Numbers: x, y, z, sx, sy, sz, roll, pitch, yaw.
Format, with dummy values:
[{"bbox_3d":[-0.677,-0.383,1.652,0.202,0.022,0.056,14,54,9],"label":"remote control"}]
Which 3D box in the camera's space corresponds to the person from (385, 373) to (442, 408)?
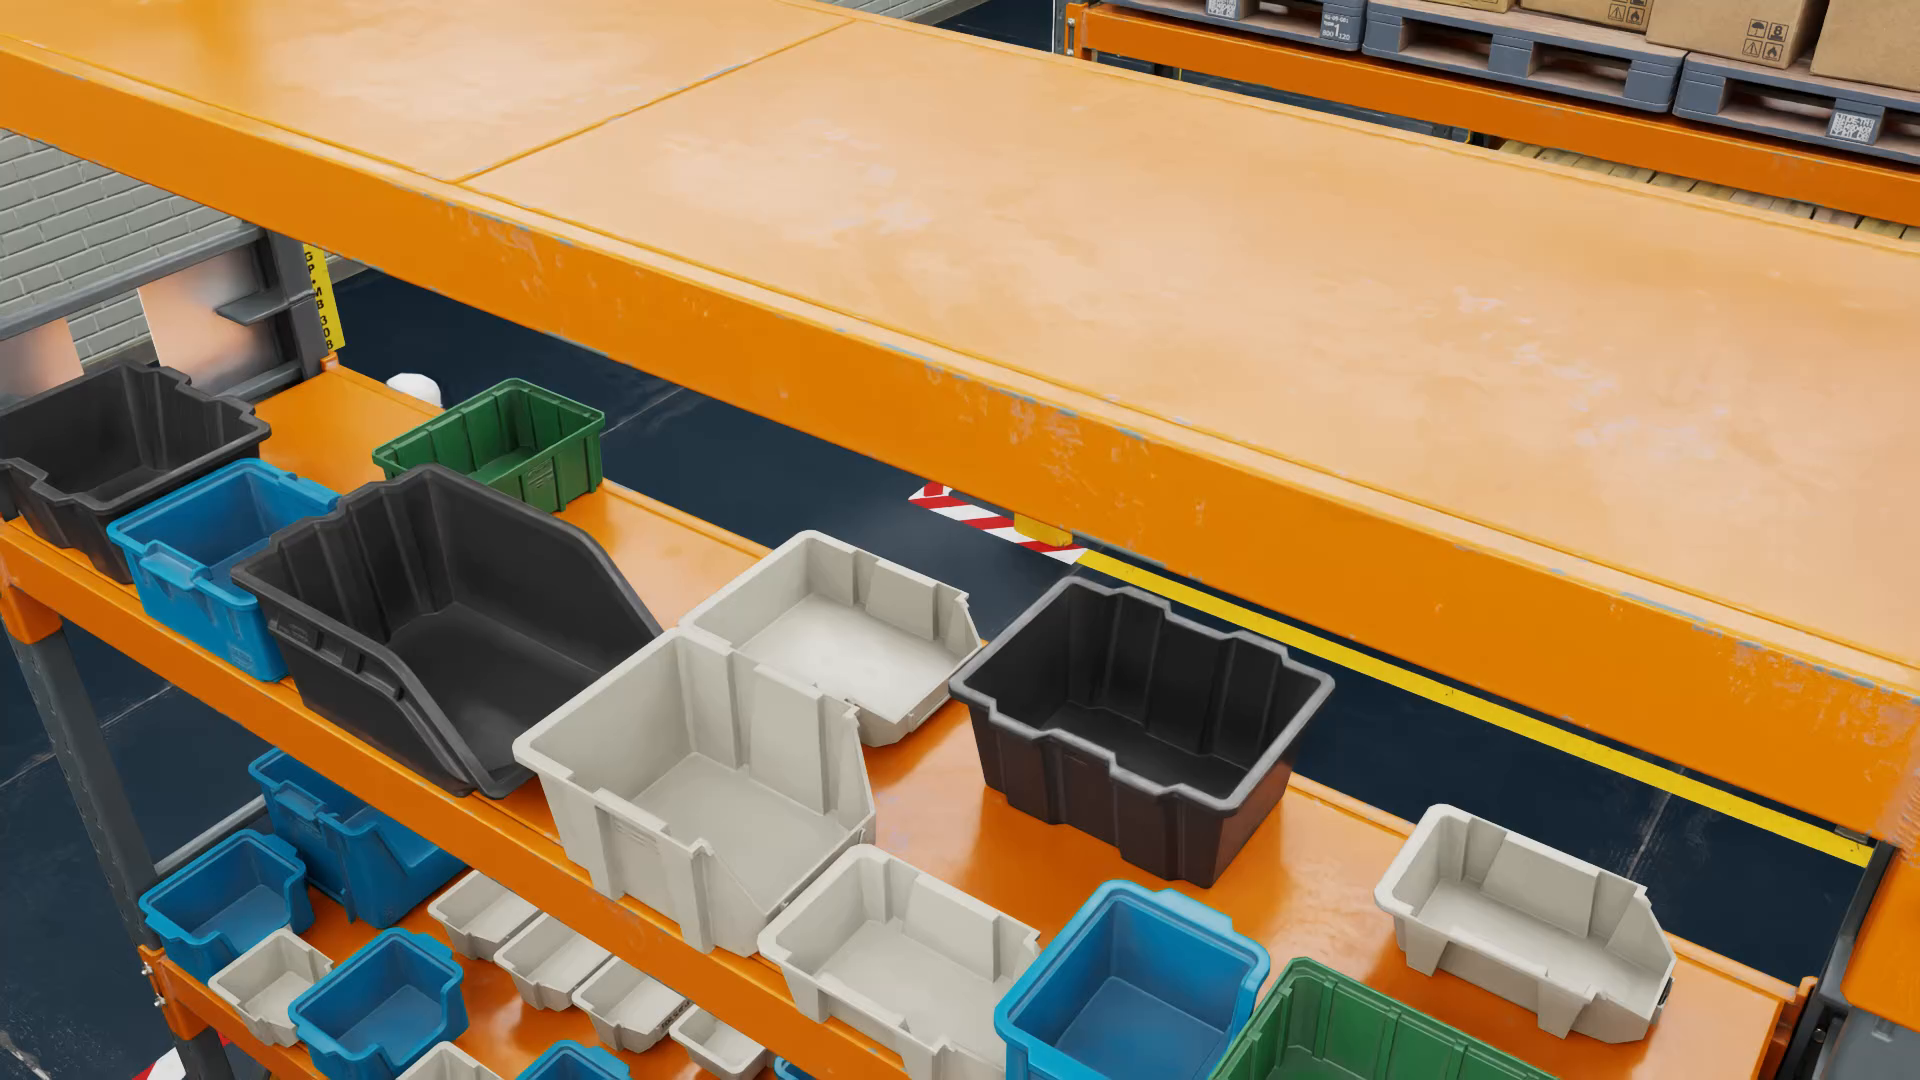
[{"bbox_3d":[-2.336,0.059,7.224,1.019,1.726,0.601,-1,34,-2],"label":"person"}]
